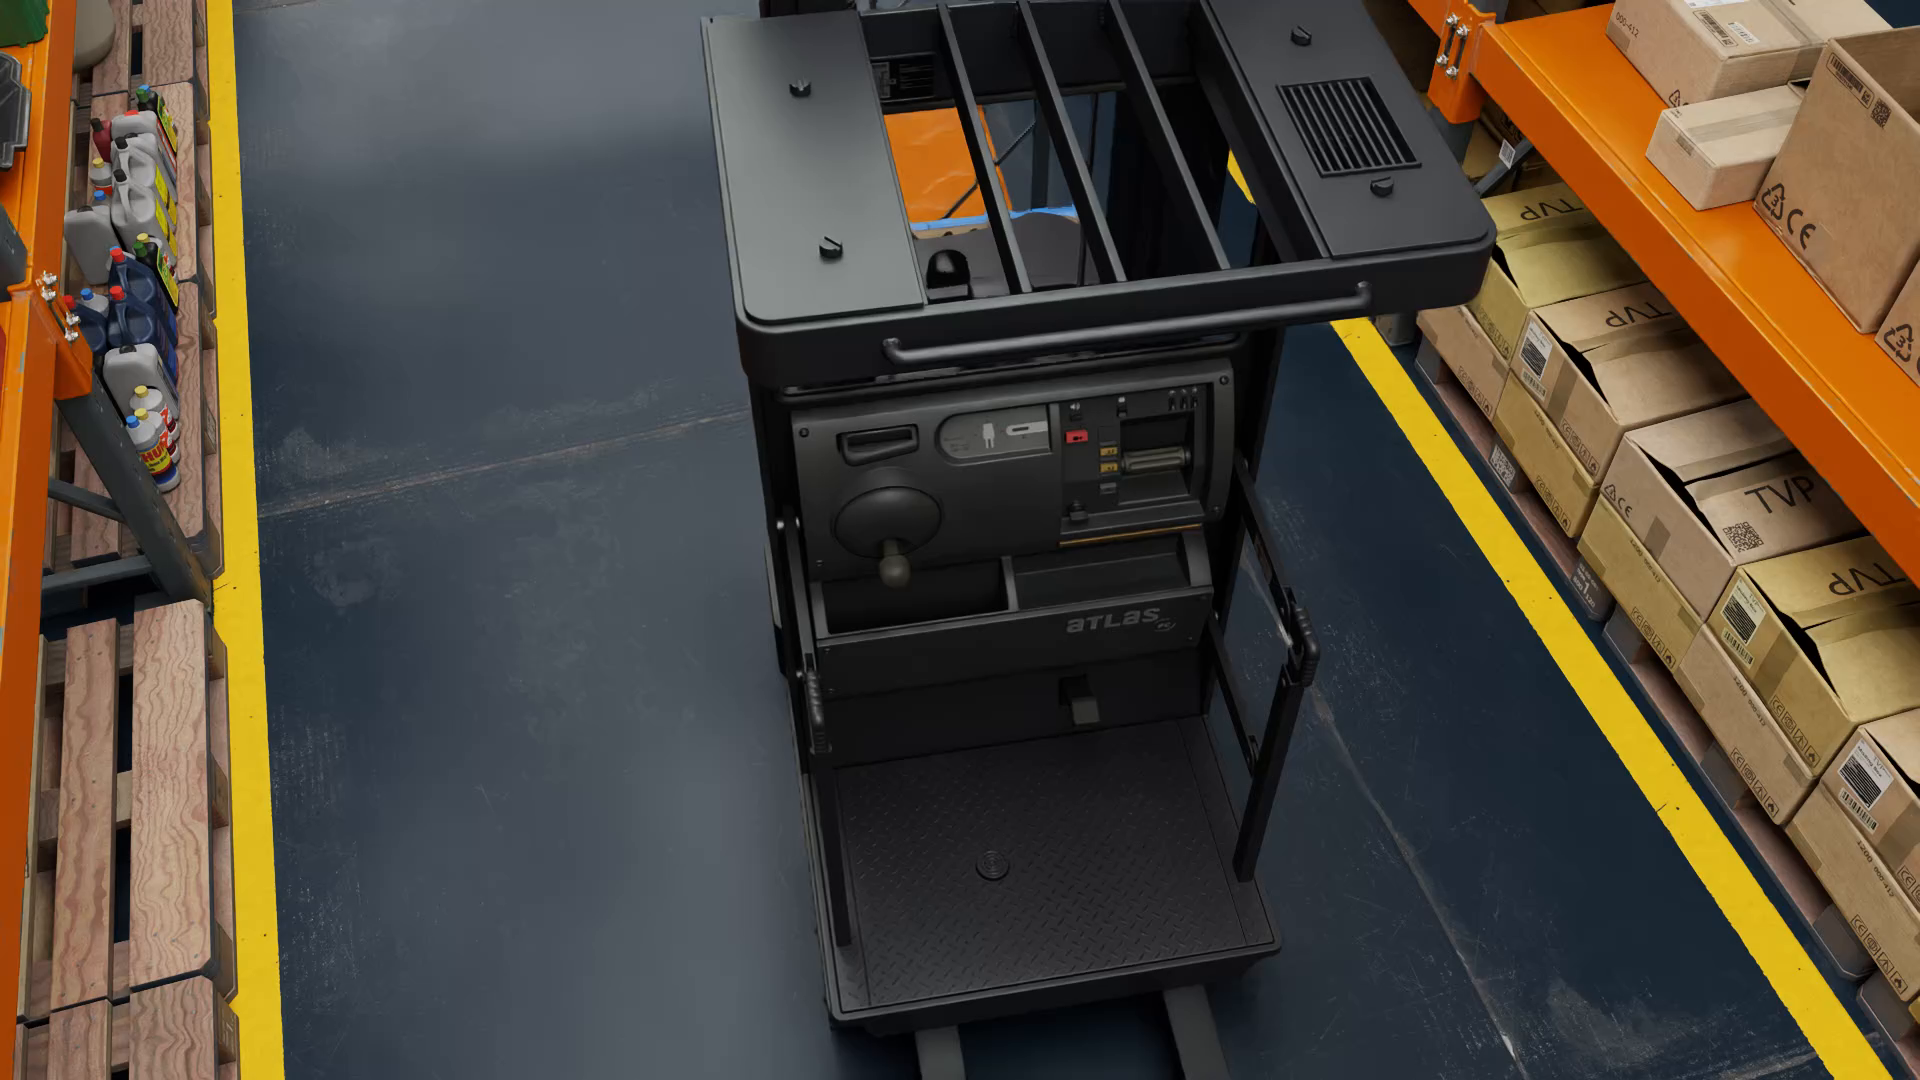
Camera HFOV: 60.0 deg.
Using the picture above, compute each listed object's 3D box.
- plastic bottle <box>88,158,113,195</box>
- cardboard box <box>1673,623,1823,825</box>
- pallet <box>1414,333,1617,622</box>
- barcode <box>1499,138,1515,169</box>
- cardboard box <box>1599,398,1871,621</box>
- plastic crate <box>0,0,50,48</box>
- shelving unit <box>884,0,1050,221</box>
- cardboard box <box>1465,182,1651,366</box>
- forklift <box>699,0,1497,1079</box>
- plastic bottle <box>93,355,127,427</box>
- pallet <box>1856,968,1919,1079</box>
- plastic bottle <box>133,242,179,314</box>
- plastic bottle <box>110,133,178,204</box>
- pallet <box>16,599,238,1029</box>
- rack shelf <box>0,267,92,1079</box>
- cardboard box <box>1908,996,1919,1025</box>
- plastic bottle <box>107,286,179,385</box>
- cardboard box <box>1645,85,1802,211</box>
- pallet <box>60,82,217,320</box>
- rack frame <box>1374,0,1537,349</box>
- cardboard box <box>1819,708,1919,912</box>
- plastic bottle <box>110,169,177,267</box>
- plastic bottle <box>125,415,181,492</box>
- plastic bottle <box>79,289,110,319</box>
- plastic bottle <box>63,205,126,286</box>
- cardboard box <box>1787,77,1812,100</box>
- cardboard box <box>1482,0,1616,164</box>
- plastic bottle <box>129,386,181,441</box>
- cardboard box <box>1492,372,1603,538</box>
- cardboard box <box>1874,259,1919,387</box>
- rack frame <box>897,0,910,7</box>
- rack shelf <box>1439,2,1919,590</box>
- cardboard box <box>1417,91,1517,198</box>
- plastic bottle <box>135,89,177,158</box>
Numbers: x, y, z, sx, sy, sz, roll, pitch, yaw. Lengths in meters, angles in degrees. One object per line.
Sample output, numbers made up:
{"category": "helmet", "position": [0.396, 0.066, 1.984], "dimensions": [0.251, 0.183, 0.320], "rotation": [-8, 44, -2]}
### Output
{"category": "plastic bottle", "position": [-3.017, -1.261, 5.894], "dimensions": [0.097, 0.201, 0.097], "rotation": [0, 50, 0]}
{"category": "cardboard box", "position": [2.299, 0.432, 4.448], "dimensions": [0.500, 0.250, 0.500], "rotation": [-12, 51, -10]}
{"category": "pallet", "position": [2.217, -0.365, 5.419], "dimensions": [1.003, 0.211, 1.213], "rotation": [-13, 51, -11]}
{"category": "barcode", "position": [1.639, -1.158, 4.983], "dimensions": [0.001, 0.075, 0.075], "rotation": [-13, 51, -11]}
{"category": "cardboard box", "position": [2.143, -0.120, 4.546], "dimensions": [0.500, 0.311, 0.500], "rotation": [-15, 51, -12]}
{"category": "plastic crate", "position": [-2.903, -1.662, 4.828], "dimensions": [0.450, 0.188, 0.662], "rotation": [-13, 51, -11]}
{"category": "shelving unit", "position": [-0.089, -1.132, 5.224], "dimensions": [0.587, 1.500, 1.083], "rotation": [-8, 50, -6]}
{"category": "cardboard box", "position": [1.846, -0.864, 5.174], "dimensions": [0.500, 0.311, 0.500], "rotation": [-13, 51, -11]}
{"category": "forklift", "position": [0.160, -0.030, 3.358], "dimensions": [1.130, 2.935, 3.031], "rotation": [-8, 50, -6]}
{"category": "plastic bottle", "position": [-2.670, -0.479, 5.181], "dimensions": [0.061, 0.283, 0.133], "rotation": [-13, 51, -11]}
{"category": "pallet", "position": [2.938, 1.418, 3.917], "dimensions": [1.003, 0.211, 1.213], "rotation": [-13, 51, -11]}
{"category": "plastic bottle", "position": [-2.678, -0.893, 5.530], "dimensions": [0.061, 0.283, 0.133], "rotation": [-11, 51, -9]}
{"category": "plastic bottle", "position": [-2.903, -1.327, 5.900], "dimensions": [0.152, 0.276, 0.135], "rotation": [-15, 51, -12]}
{"category": "pallet", "position": [-2.502, 0.788, 4.447], "dimensions": [1.003, 0.211, 1.213], "rotation": [-13, 51, -11]}
{"category": "rack shelf", "position": [-2.180, 1.017, 2.901], "dimensions": [1.077, 0.370, 4.000], "rotation": [-13, 51, -11]}
{"category": "cardboard box", "position": [2.600, 1.175, 3.821], "dimensions": [0.500, 0.250, 0.500], "rotation": [-14, 51, -11]}
{"category": "plastic bottle", "position": [-2.614, -0.647, 5.278], "dimensions": [0.144, 0.351, 0.185], "rotation": [-12, 51, -10]}
{"category": "cardboard box", "position": [2.028, -1.018, 4.311], "dimensions": [0.380, 0.149, 0.250], "rotation": [-13, 51, -11]}
{"category": "pallet", "position": [-3.295, -1.169, 6.098], "dimensions": [1.003, 0.211, 1.213], "rotation": [-13, 51, -11]}
{"category": "rack frame", "position": [1.962, -1.793, 4.799], "dimensions": [1.000, 3.000, 0.127], "rotation": [-13, 51, -11]}
{"category": "cardboard box", "position": [2.448, 0.625, 3.918], "dimensions": [0.500, 0.311, 0.500], "rotation": [-14, 51, -11]}
{"category": "plastic bottle", "position": [-2.795, -1.095, 5.656], "dimensions": [0.144, 0.351, 0.185], "rotation": [-14, 51, -11]}
{"category": "plastic bottle", "position": [-2.447, -0.270, 5.012], "dimensions": [0.097, 0.271, 0.097], "rotation": [0, 50, 0]}
{"category": "plastic bottle", "position": [-2.772, -0.700, 5.375], "dimensions": [0.097, 0.271, 0.097], "rotation": [0, 50, 0]}
{"category": "plastic bottle", "position": [-2.929, -1.019, 5.641], "dimensions": [0.152, 0.276, 0.135], "rotation": [-13, 51, -11]}
{"category": "cardboard box", "position": [2.397, -1.149, 4.344], "dimensions": [0.396, 0.266, 0.258], "rotation": [-14, 51, -12]}
{"category": "cardboard box", "position": [2.124, -1.693, 5.748], "dimensions": [0.500, 0.500, 0.500], "rotation": [-13, 51, -11]}
{"category": "plastic bottle", "position": [-2.507, -0.396, 5.164], "dimensions": [0.097, 0.201, 0.097], "rotation": [0, 50, 0]}
{"category": "cardboard box", "position": [1.994, -0.317, 5.079], "dimensions": [0.500, 0.250, 0.500], "rotation": [-12, 51, -10]}
{"category": "cardboard box", "position": [2.477, -0.510, 3.652], "dimensions": [0.500, 0.500, 0.500], "rotation": [-13, 51, -11]}
{"category": "rack frame", "position": [-0.178, -1.522, 5.552], "dimensions": [0.500, 1.500, 0.032], "rotation": [-8, 50, -6]}
{"category": "rack shelf", "position": [2.553, -0.100, 3.843], "dimensions": [1.077, 0.370, 4.000], "rotation": [-13, 51, -11]}
{"category": "cardboard box", "position": [1.616, -1.331, 5.934], "dimensions": [0.500, 0.250, 0.500], "rotation": [-13, 51, -11]}
{"category": "plastic bottle", "position": [-2.940, -1.540, 6.075], "dimensions": [0.061, 0.283, 0.133], "rotation": [-12, 51, -10]}
